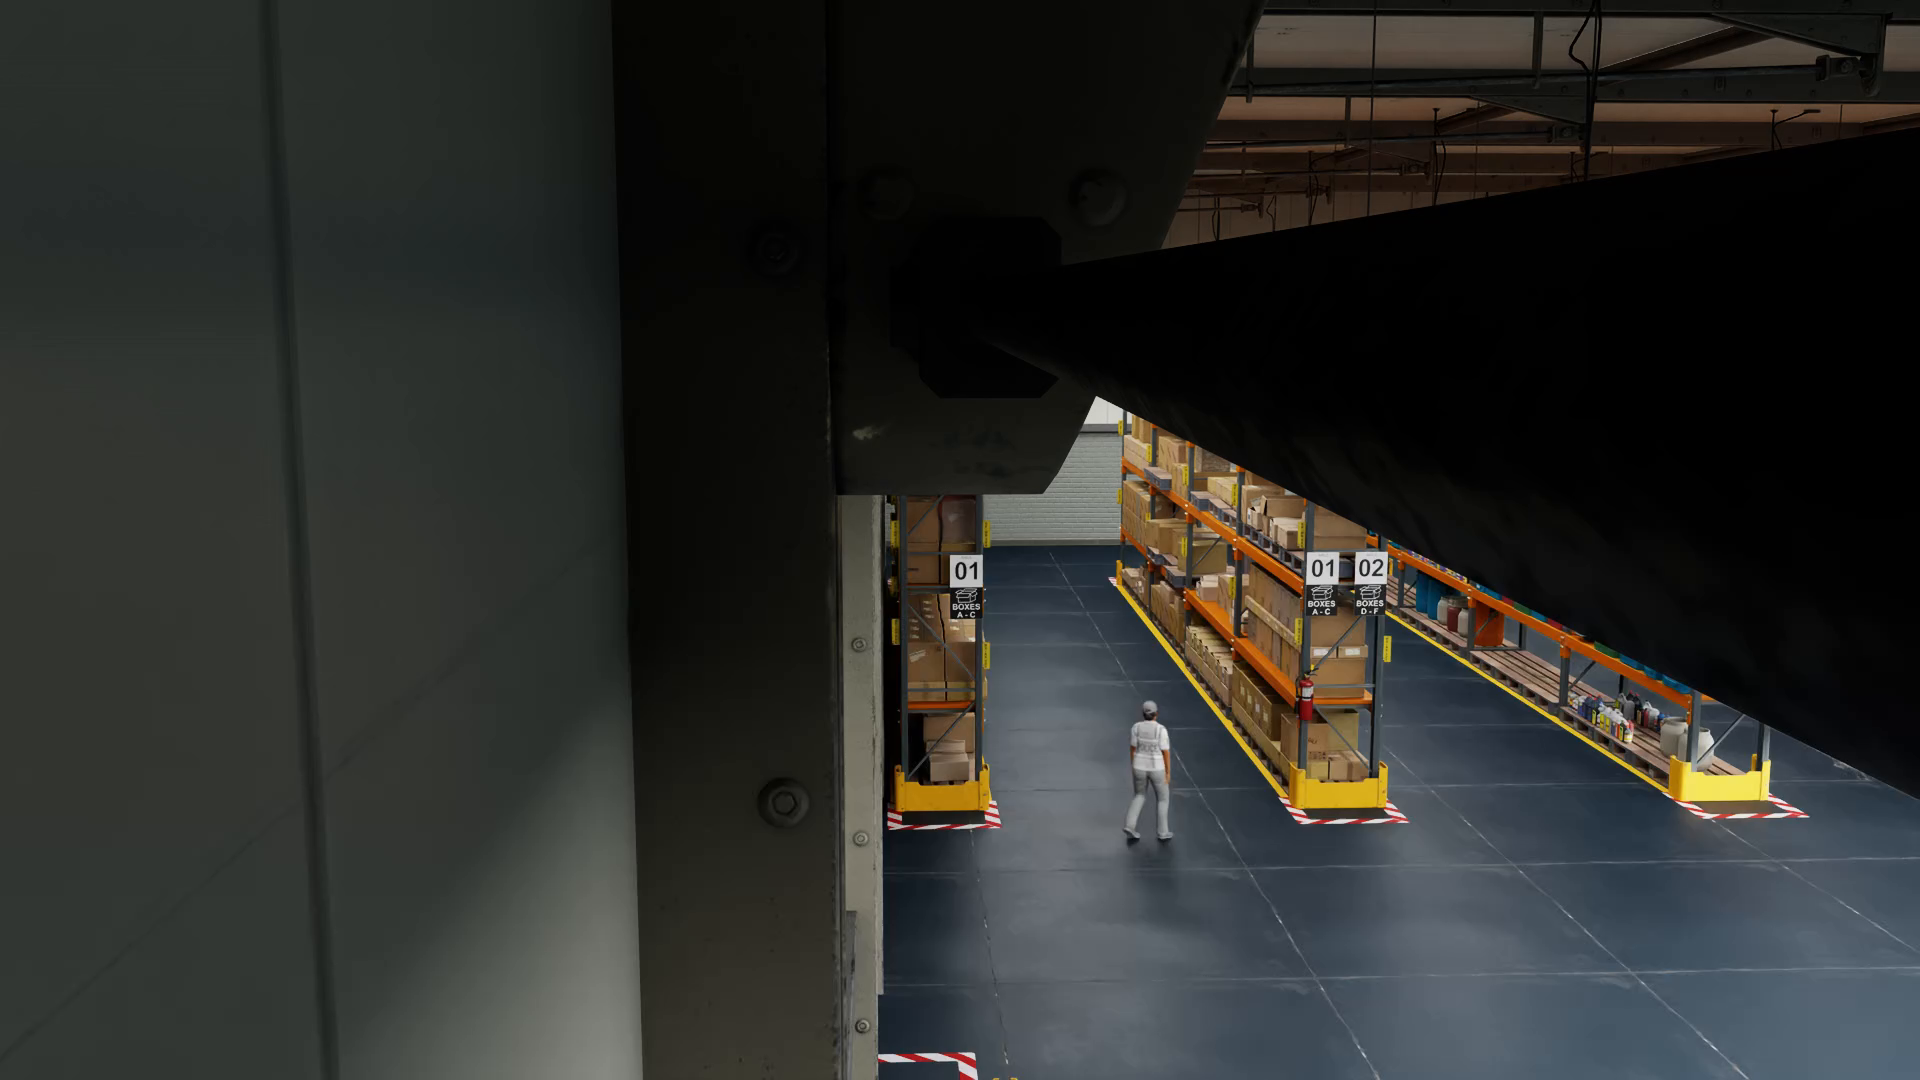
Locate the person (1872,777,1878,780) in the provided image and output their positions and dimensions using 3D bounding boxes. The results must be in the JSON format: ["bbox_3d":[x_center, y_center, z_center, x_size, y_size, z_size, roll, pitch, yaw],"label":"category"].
[{"bbox_3d":[12.093,2.360,21.698,0.503,1.610,0.374,8,11,42],"label":"person"}]

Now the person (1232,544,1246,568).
[{"bbox_3d":[6.026,0.225,35.792,0.468,1.681,0.389,-7,11,-40],"label":"person"}]

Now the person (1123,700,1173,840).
[{"bbox_3d":[2.231,2.684,19.380,0.513,1.677,0.529,5,10,28],"label":"person"}]
